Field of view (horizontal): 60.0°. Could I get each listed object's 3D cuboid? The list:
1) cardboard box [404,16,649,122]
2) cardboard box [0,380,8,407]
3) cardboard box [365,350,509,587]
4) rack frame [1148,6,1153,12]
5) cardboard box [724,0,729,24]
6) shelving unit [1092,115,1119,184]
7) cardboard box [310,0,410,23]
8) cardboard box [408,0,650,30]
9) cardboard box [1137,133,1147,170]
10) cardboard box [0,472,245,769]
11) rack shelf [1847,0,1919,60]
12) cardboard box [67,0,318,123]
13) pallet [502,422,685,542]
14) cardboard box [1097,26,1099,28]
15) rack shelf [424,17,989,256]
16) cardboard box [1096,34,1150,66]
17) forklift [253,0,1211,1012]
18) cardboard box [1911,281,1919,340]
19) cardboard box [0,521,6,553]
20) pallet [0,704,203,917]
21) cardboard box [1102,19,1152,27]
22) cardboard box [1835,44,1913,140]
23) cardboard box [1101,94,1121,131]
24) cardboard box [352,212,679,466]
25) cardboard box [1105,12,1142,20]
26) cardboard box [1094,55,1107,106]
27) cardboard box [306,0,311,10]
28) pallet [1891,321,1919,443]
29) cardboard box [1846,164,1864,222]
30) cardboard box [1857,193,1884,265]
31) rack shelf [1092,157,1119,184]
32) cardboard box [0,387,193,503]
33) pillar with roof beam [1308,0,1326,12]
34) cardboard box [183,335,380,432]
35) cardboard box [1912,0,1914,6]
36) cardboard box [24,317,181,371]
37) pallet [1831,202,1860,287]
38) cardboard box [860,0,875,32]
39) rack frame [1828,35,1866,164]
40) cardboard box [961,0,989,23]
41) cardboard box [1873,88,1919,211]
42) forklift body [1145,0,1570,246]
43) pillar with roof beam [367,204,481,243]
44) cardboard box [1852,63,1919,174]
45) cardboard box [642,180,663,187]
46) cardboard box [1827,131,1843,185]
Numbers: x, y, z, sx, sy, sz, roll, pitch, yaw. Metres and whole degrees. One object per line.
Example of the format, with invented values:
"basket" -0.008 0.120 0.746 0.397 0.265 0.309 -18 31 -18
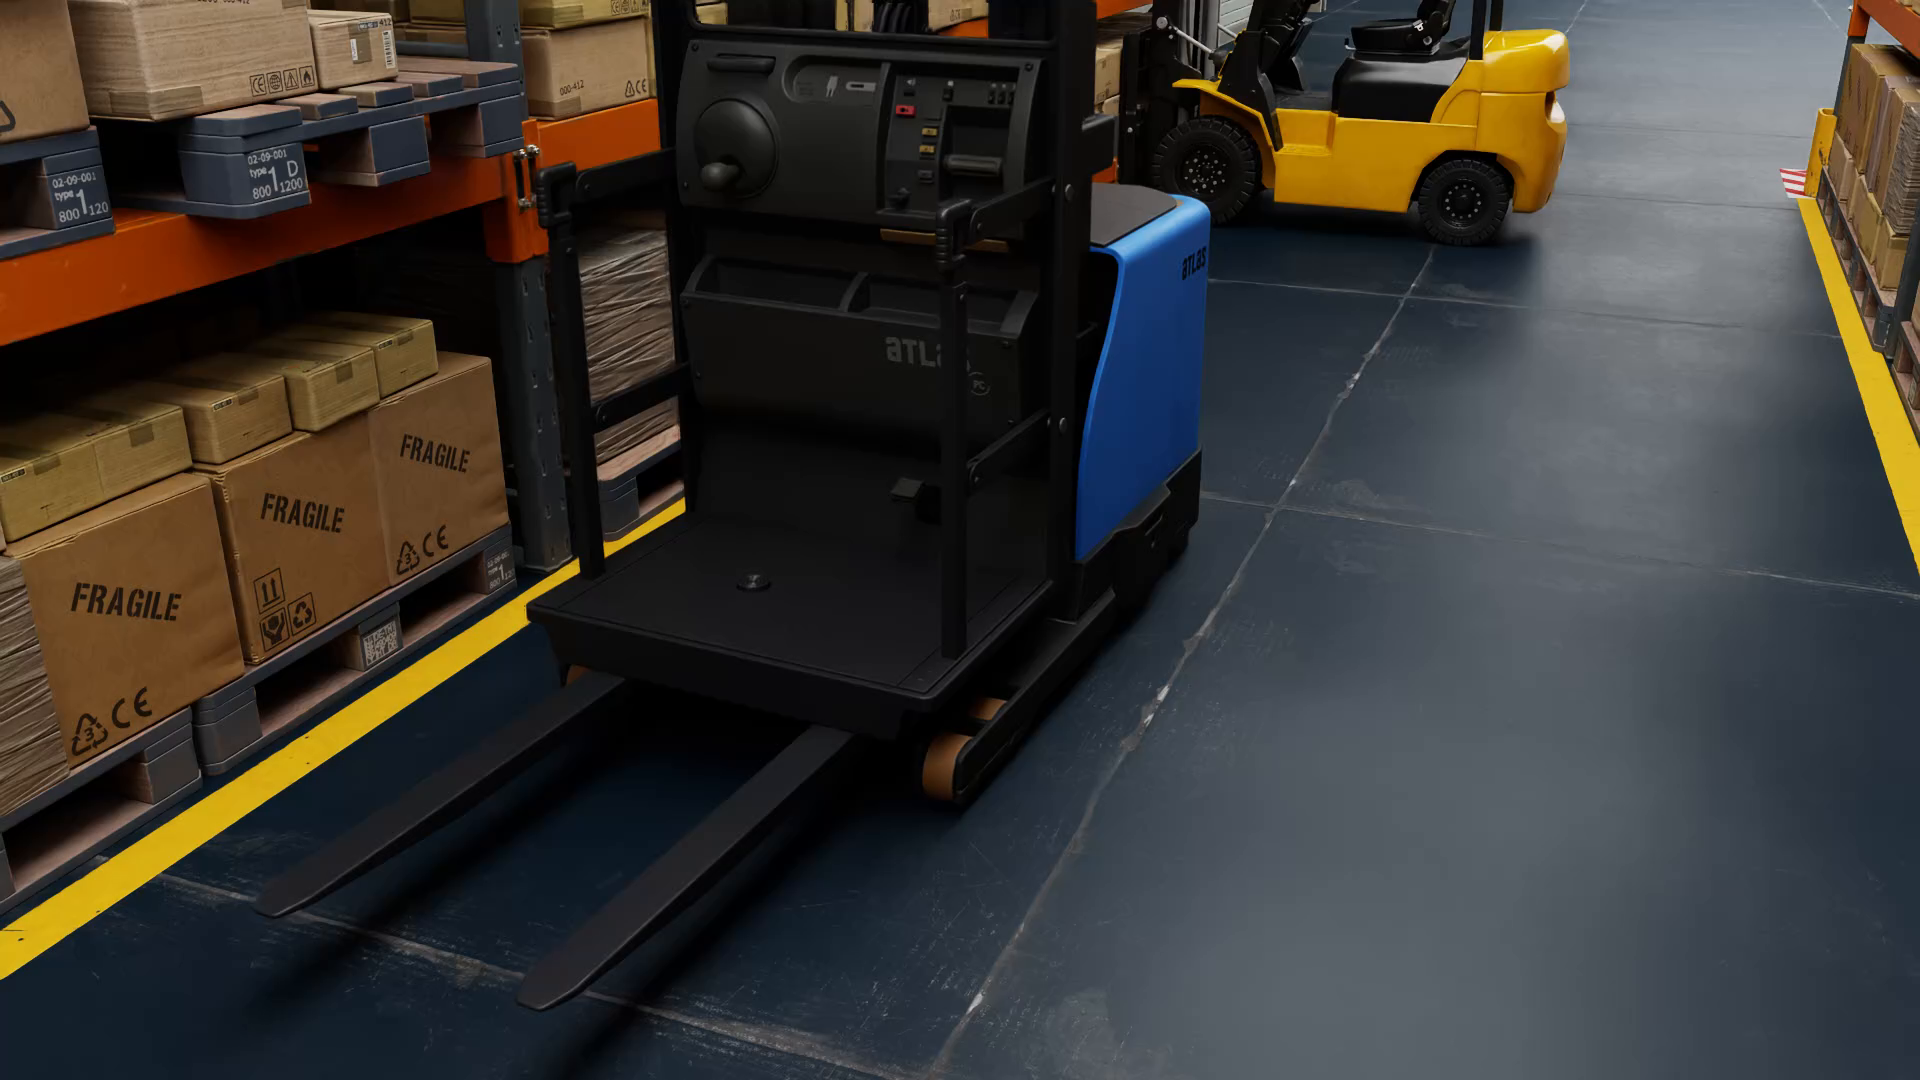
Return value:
"cardboard box" -1.281 -1.425 4.965 0.500 0.250 0.500 9 24 20
"cardboard box" -2.485 -0.293 3.916 0.380 0.149 0.250 8 24 18
"cardboard box" -1.631 -0.229 4.605 0.500 0.500 0.500 10 24 22
"rack frame" 1.298 -4.233 11.493 1.000 3.000 0.127 9 24 20
"cardboard box" -0.905 -1.790 5.838 0.500 0.250 0.500 8 24 18
"shelving unit" 0.310 -0.781 5.563 0.258 1.200 0.503 10 25 24
"cardboard box" -1.764 -1.733 5.052 0.500 0.250 0.500 9 24 21
"cardboard box" -1.258 -1.652 4.860 0.500 0.250 0.500 9 24 20
"cardboard box" 0.857 -2.402 10.131 0.500 0.250 0.500 10 25 22
"cardboard box" -2.018 0.136 3.730 0.500 0.500 0.500 10 25 22
"rack shelf" 5.166 -2.477 8.221 1.077 0.370 4.000 9 24 20
"cardboard box" -1.764 -1.071 3.573 0.500 0.250 0.500 8 24 18
"pallet" -1.331 -0.373 5.869 1.003 0.211 1.213 9 24 20
"cardboard box" 0.566 -3.118 10.549 0.500 0.250 0.500 9 24 20
"rack shelf" -0.930 -1.754 6.492 1.077 0.370 4.000 9 24 20
"cardboard box" 0.859 -2.865 9.942 0.500 0.250 0.500 8 24 19
"forklift" -0.345 -0.940 3.698 1.130 2.935 3.031 10 25 24
"cardboard box" 4.230 -0.886 6.344 0.950 0.372 0.625 9 24 21
"cardboard box" -2.140 -0.027 3.279 0.380 0.149 0.250 8 24 18
"pallet" -2.440 0.613 3.509 1.003 0.211 1.213 9 24 20
"cardboard box" 1.233 -3.227 10.809 0.500 0.250 0.500 9 24 21
"cardboard box" 5.344 -2.538 9.483 0.500 0.500 0.500 8 24 18
"cardboard box" 0.662 -2.445 9.587 0.500 0.250 0.500 9 24 20
"cardboard box" -1.429 -0.690 5.546 0.875 0.625 0.625 10 25 22
"cardboard box" 0.944 -3.475 11.403 0.500 0.250 0.500 8 24 19
"cardboard box" 0.483 -2.498 9.064 0.500 0.250 0.500 9 24 20
"cardboard box" -2.009 -1.449 4.152 0.500 0.500 0.500 10 25 23
"pallet" 4.135 -0.527 6.238 1.003 0.211 1.213 9 24 20
"cardboard box" 4.964 -1.821 8.741 0.500 0.250 0.500 11 25 24
"cardboard box" 4.581 -1.460 7.876 0.500 0.250 0.500 8 24 19
"rack shelf" 0.310 -1.144 5.412 0.258 0.148 0.480 10 25 24
"cardboard box" -1.973 -0.219 3.740 0.380 0.149 0.250 10 24 22
"pillar with roof beam" 8.657 -10.559 18.855 9.100 9.000 0.400 9 24 20
"cardboard box" -1.694 -0.395 4.161 0.380 0.149 0.250 7 24 17
"cardboard box" 4.756 -2.587 7.877 0.380 0.149 0.250 8 24 19
"cardboard box" -2.280 -0.477 4.357 0.380 0.149 0.250 10 25 22
"pallet" 5.091 -1.490 8.542 1.003 0.211 1.213 9 24 20
"cardboard box" -0.526 -2.161 6.727 0.500 0.250 0.500 9 24 20
"rack frame" 5.908 -3.524 9.795 1.000 3.000 0.127 9 24 20
"cardboard box" -0.132 -2.515 7.574 0.500 0.250 0.500 9 24 21
"cardboard box" 4.580 -1.796 7.708 0.500 0.500 0.500 9 24 21
"forklift body" 2.288 -2.902 9.407 2.313 2.155 1.214 9 24 20
"pillar with roof beam" 1.971 -4.118 3.434 9.100 9.000 0.400 9 24 20
"cardboard box" 4.960 -2.171 8.607 0.500 0.500 0.500 9 24 21
"cardboard box" -0.943 -1.166 6.685 0.875 0.625 0.625 8 24 18
"cardboard box" 5.352 -2.200 9.648 0.500 0.250 0.500 9 24 20
